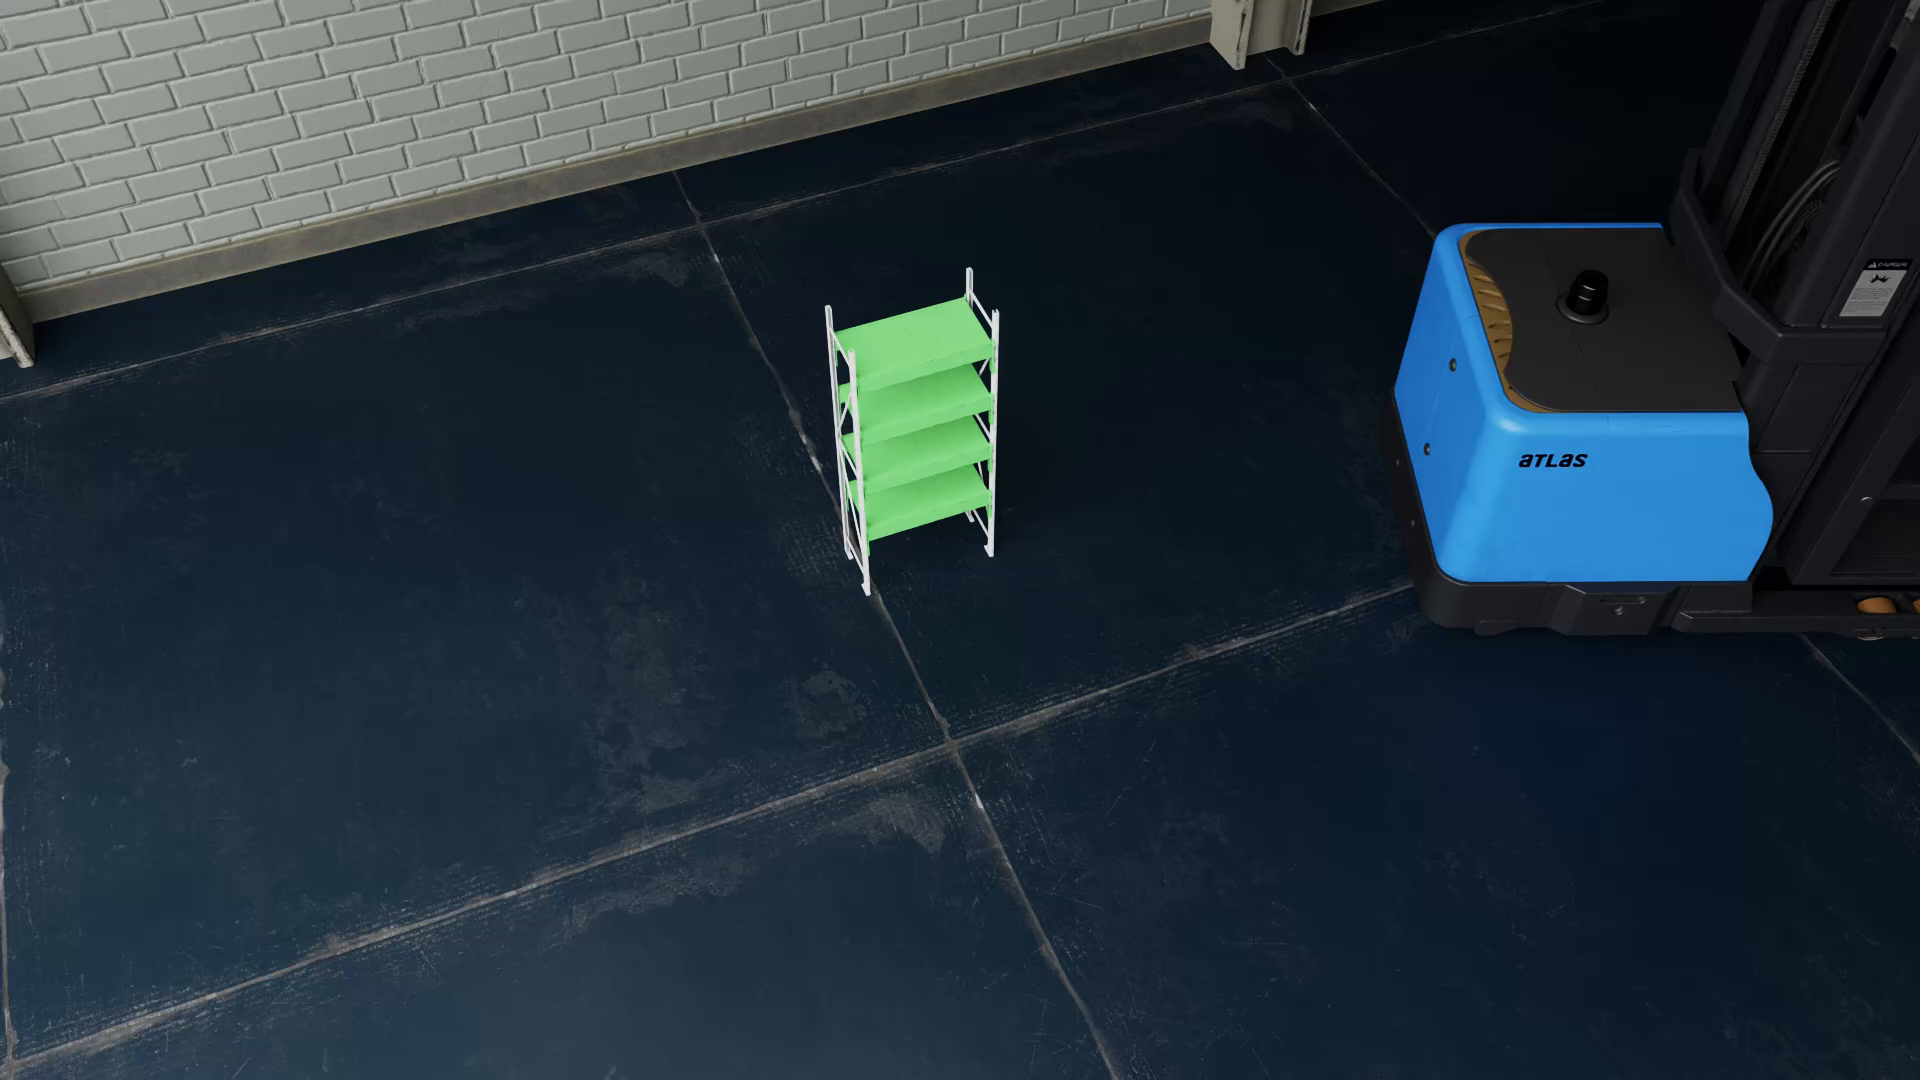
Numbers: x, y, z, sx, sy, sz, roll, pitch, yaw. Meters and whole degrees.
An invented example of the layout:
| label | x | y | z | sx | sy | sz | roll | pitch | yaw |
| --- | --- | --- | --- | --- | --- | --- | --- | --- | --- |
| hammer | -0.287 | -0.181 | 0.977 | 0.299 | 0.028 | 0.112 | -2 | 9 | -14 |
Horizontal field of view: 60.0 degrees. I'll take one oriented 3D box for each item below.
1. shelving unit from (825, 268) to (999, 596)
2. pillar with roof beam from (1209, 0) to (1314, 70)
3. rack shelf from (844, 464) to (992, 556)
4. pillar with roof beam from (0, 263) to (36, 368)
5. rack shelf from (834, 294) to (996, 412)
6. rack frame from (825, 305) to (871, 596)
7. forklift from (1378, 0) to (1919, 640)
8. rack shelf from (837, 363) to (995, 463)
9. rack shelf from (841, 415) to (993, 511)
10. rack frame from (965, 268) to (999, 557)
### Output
| label | x | y | z | sx | sy | sz | roll | pitch | yaw |
| --- | --- | --- | --- | --- | --- | --- | --- | --- | --- |
| shelving unit | -0.153 | -0.343 | 5.754 | 0.503 | 1.200 | 0.258 | -17 | 52 | -14 |
| pillar with roof beam | 3.119 | -2.405 | 2.383 | 0.400 | 9.000 | 9.100 | -17 | 52 | -14 |
| rack shelf | -0.153 | -0.145 | 5.985 | 0.480 | 0.148 | 0.258 | -17 | 52 | -14 |
| pillar with roof beam | -2.436 | -0.683 | 0.905 | 0.400 | 9.000 | 9.100 | -17 | 52 | -14 |
| rack shelf | -0.153 | -0.614 | 5.438 | 0.480 | 0.148 | 0.258 | -17 | 52 | -14 |
| rack frame | -0.379 | -0.273 | 5.694 | 0.015 | 1.200 | 0.240 | -17 | 52 | -14 |
| forklift | 3.155 | -1.003 | 5.179 | 3.031 | 2.935 | 1.130 | 0 | 49 | 0 |
| rack shelf | -0.153 | -0.458 | 5.620 | 0.480 | 0.148 | 0.258 | -17 | 52 | -14 |
| rack shelf | -0.153 | -0.302 | 5.802 | 0.480 | 0.148 | 0.258 | -17 | 52 | -14 |
| rack frame | 0.073 | -0.413 | 5.814 | 0.015 | 1.200 | 0.240 | -17 | 52 | -14 |
